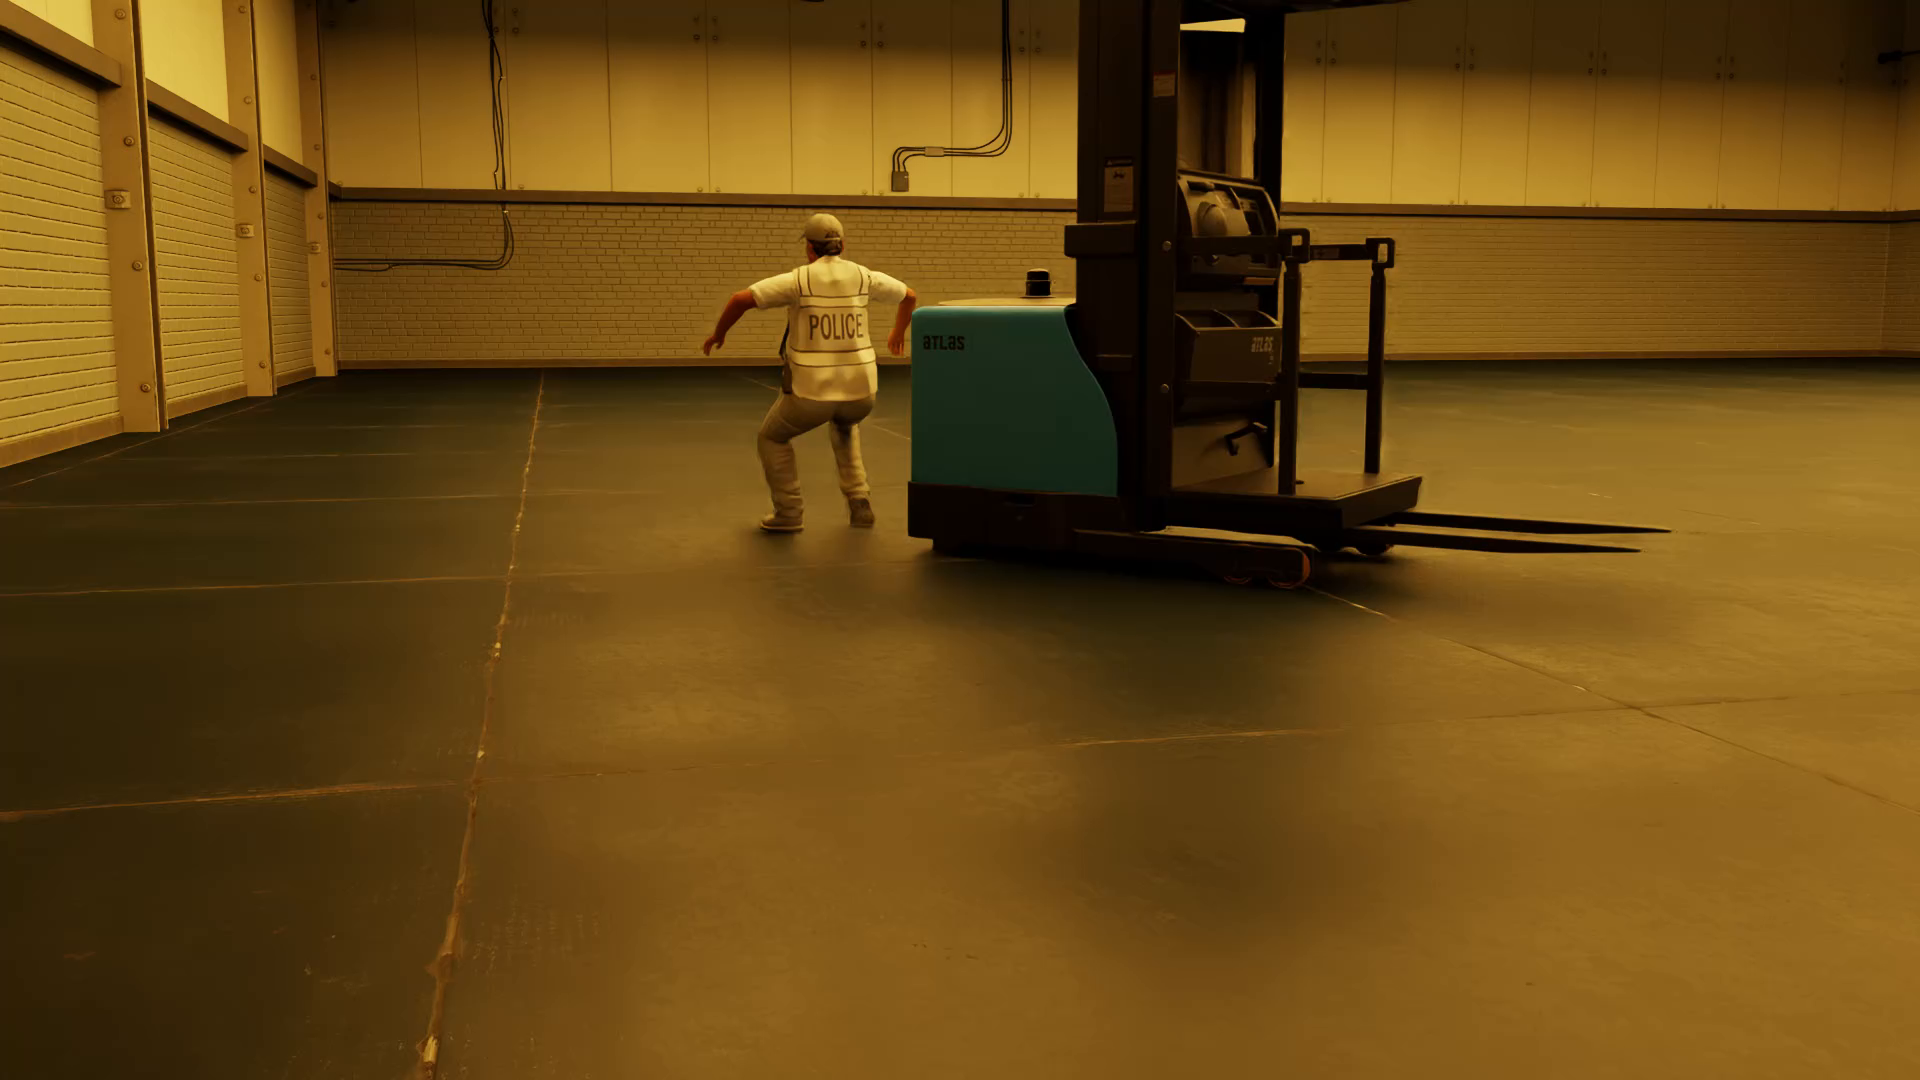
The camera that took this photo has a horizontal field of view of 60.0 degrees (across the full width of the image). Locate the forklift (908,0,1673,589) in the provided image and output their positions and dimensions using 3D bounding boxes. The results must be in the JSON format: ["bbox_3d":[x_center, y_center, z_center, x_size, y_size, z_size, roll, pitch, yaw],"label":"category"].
[{"bbox_3d":[1.289,-1.346,6.752,3.031,2.935,1.130,5,9,32],"label":"forklift"}]

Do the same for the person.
[{"bbox_3d":[-0.686,-0.758,7.846,1.004,1.529,0.618,-3,9,-23],"label":"person"}]
